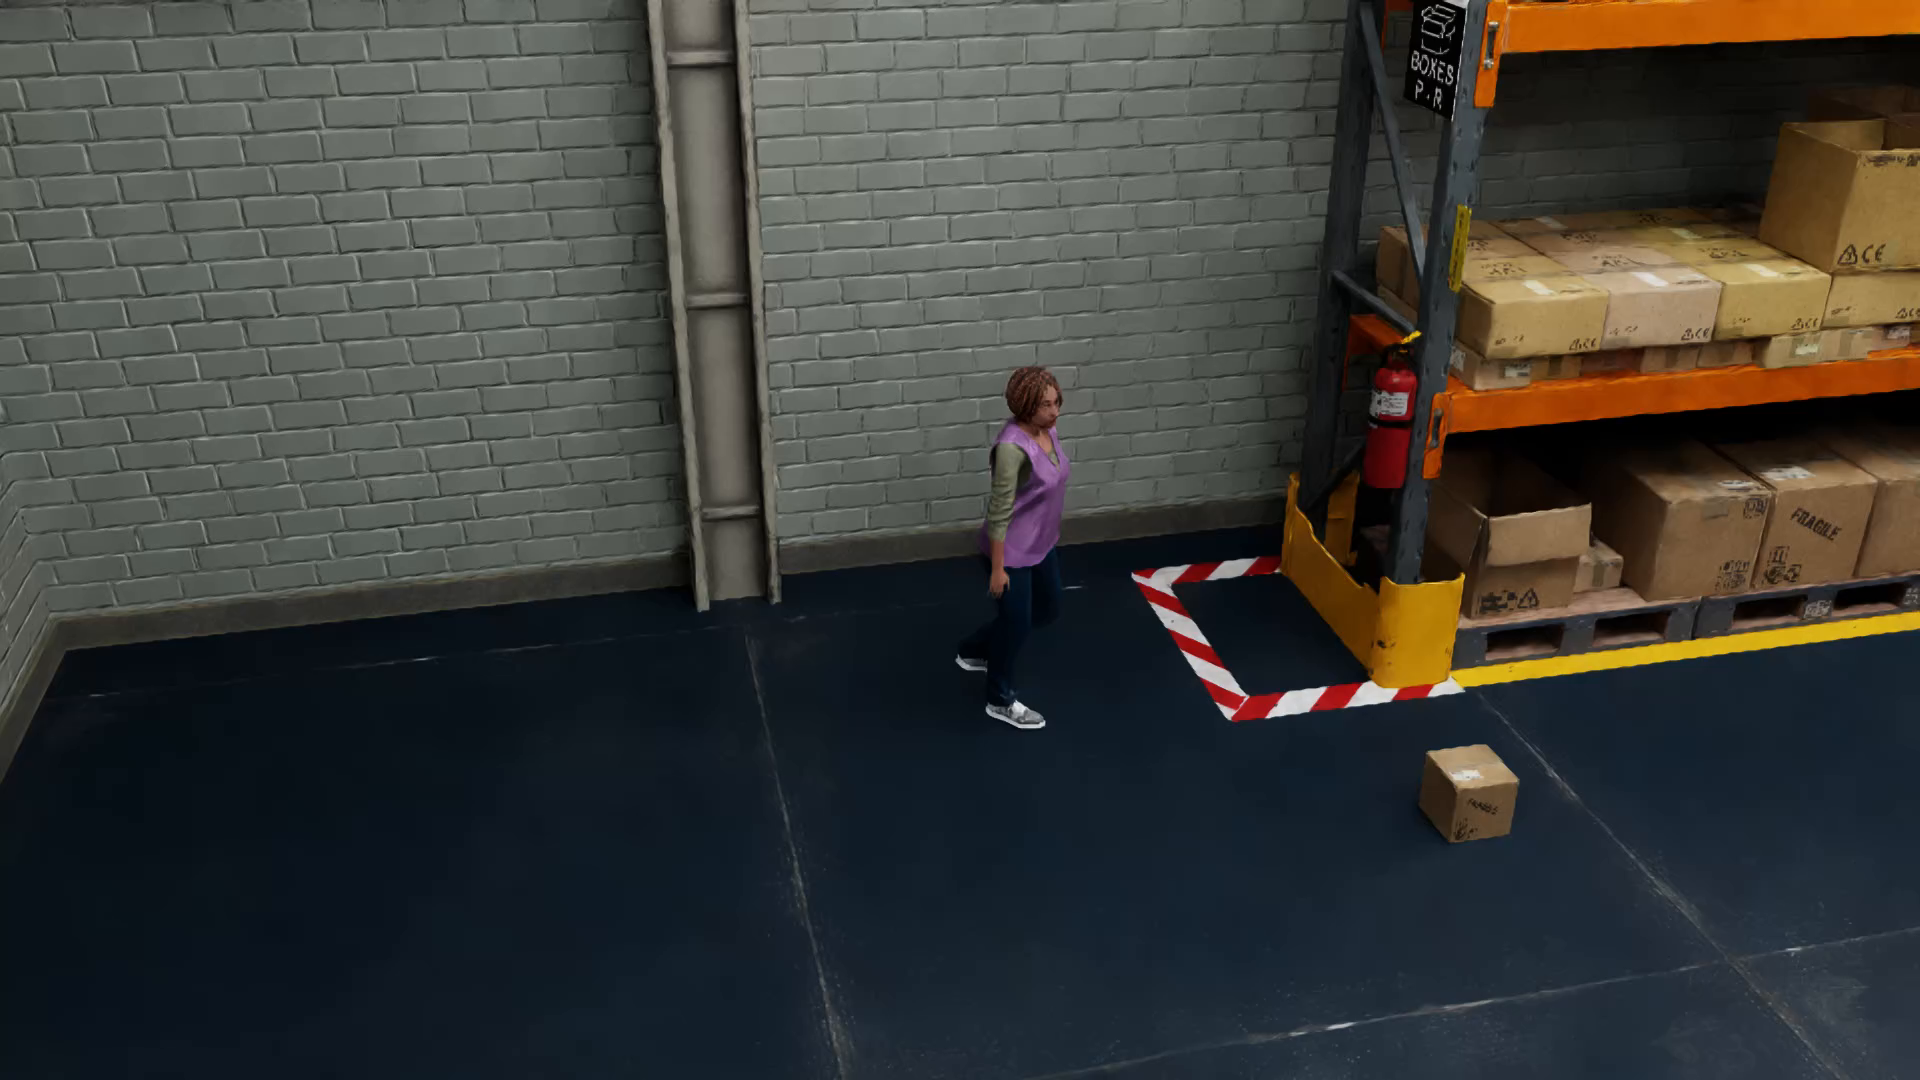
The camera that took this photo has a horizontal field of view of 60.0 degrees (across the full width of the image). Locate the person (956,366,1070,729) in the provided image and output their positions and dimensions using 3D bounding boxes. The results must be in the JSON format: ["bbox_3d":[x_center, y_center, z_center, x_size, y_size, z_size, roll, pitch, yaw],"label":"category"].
[{"bbox_3d":[0.179,0.024,6.575,0.487,1.591,0.469,12,29,22],"label":"person"}]
